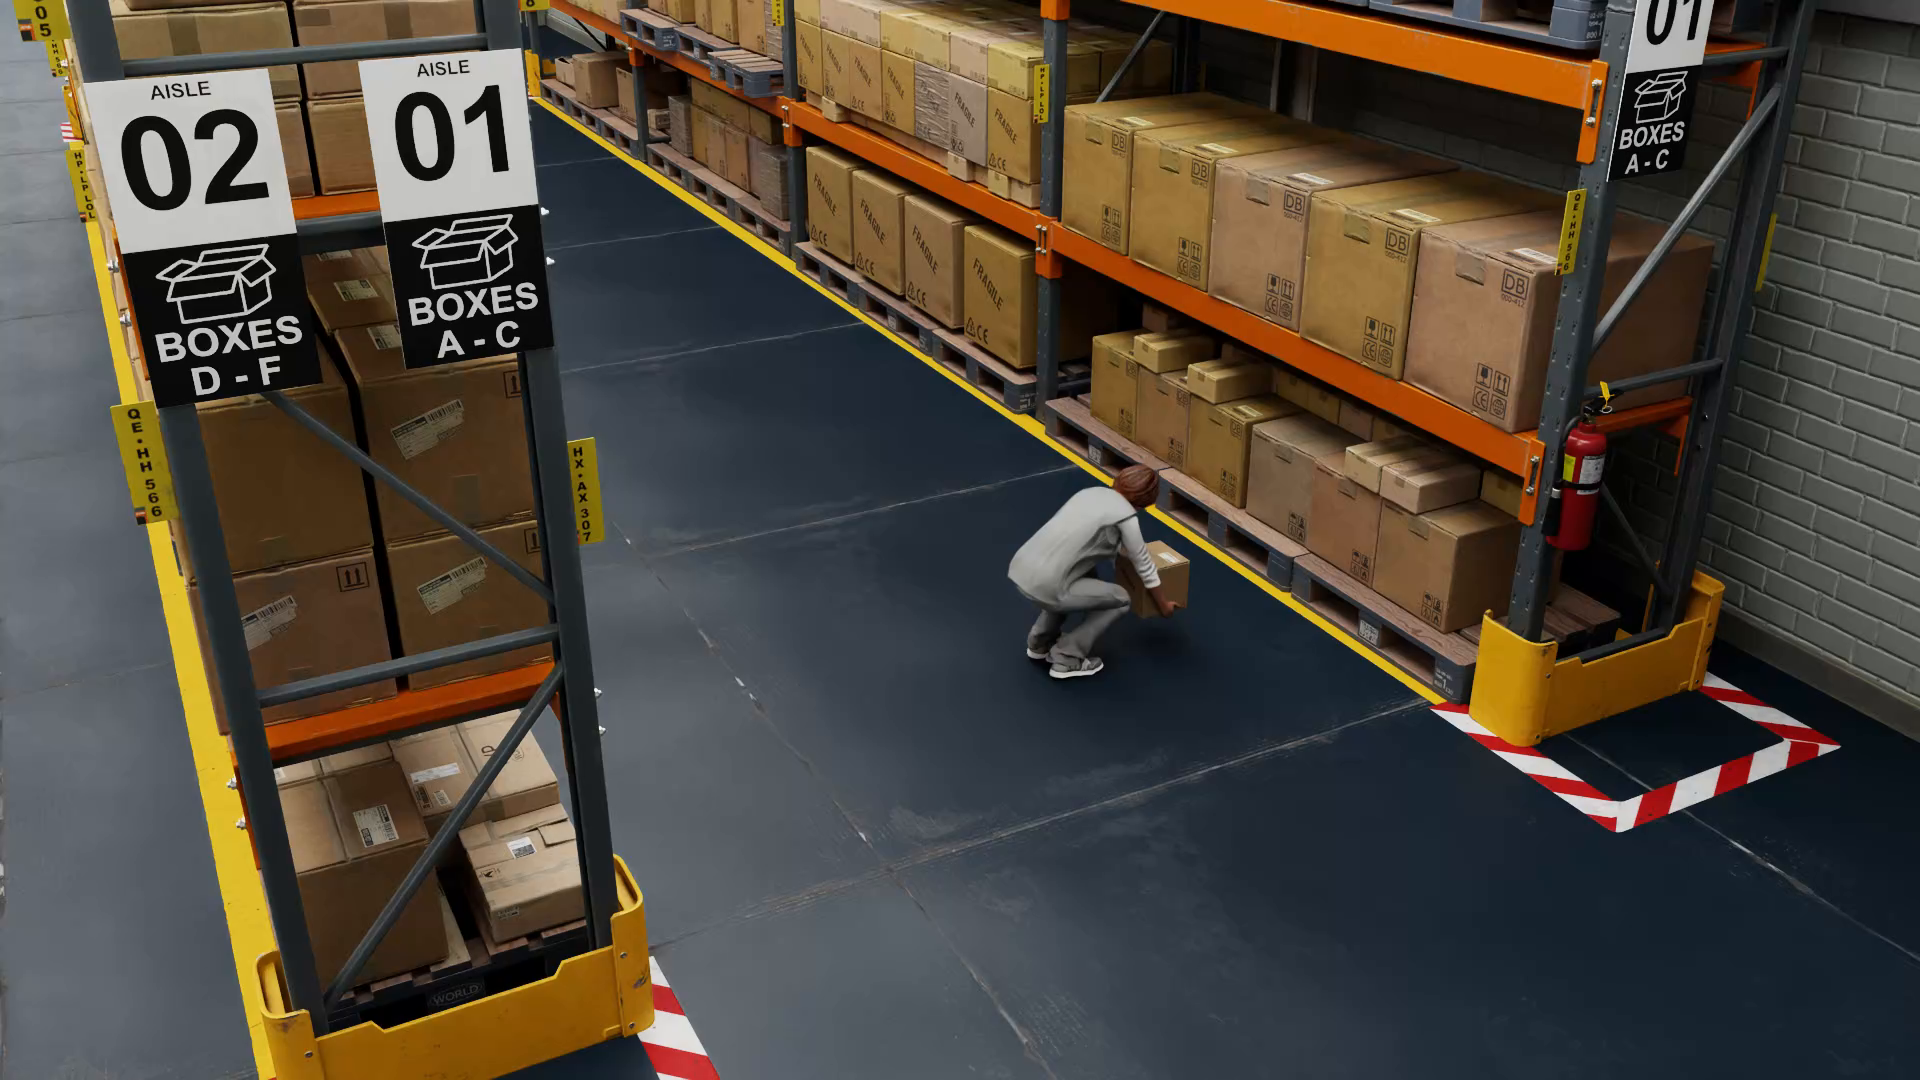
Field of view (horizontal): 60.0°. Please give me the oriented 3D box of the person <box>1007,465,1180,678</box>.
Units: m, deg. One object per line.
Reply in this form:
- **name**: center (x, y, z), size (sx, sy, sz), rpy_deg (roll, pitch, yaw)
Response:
- **person**: center (0.600, 0.141, 7.631), size (0.835, 0.908, 0.421), rpy_deg (-14, 29, -26)
